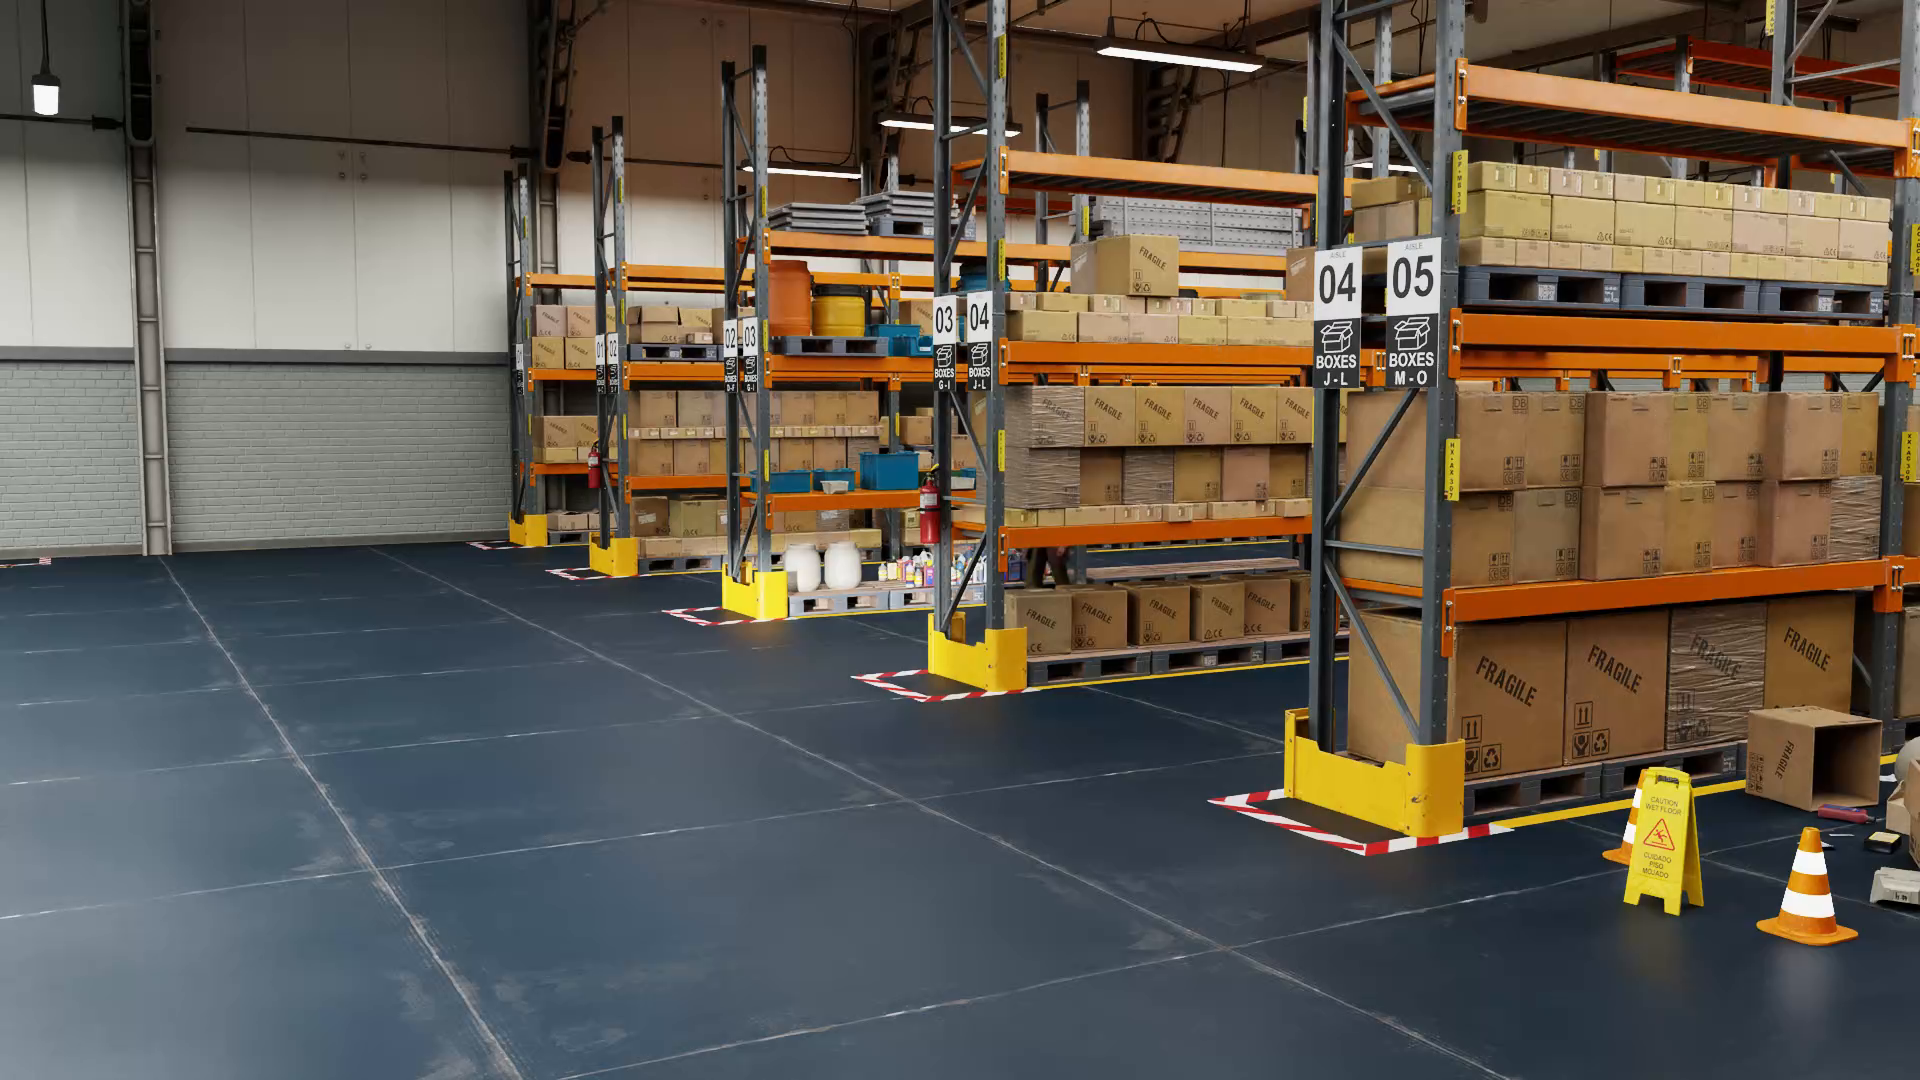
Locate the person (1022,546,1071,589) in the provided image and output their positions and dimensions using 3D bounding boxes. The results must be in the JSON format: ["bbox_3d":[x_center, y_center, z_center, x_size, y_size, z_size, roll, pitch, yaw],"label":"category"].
[{"bbox_3d":[0.873,0.000,17.151,0.652,1.777,0.690,5,7,43],"label":"person"}]
